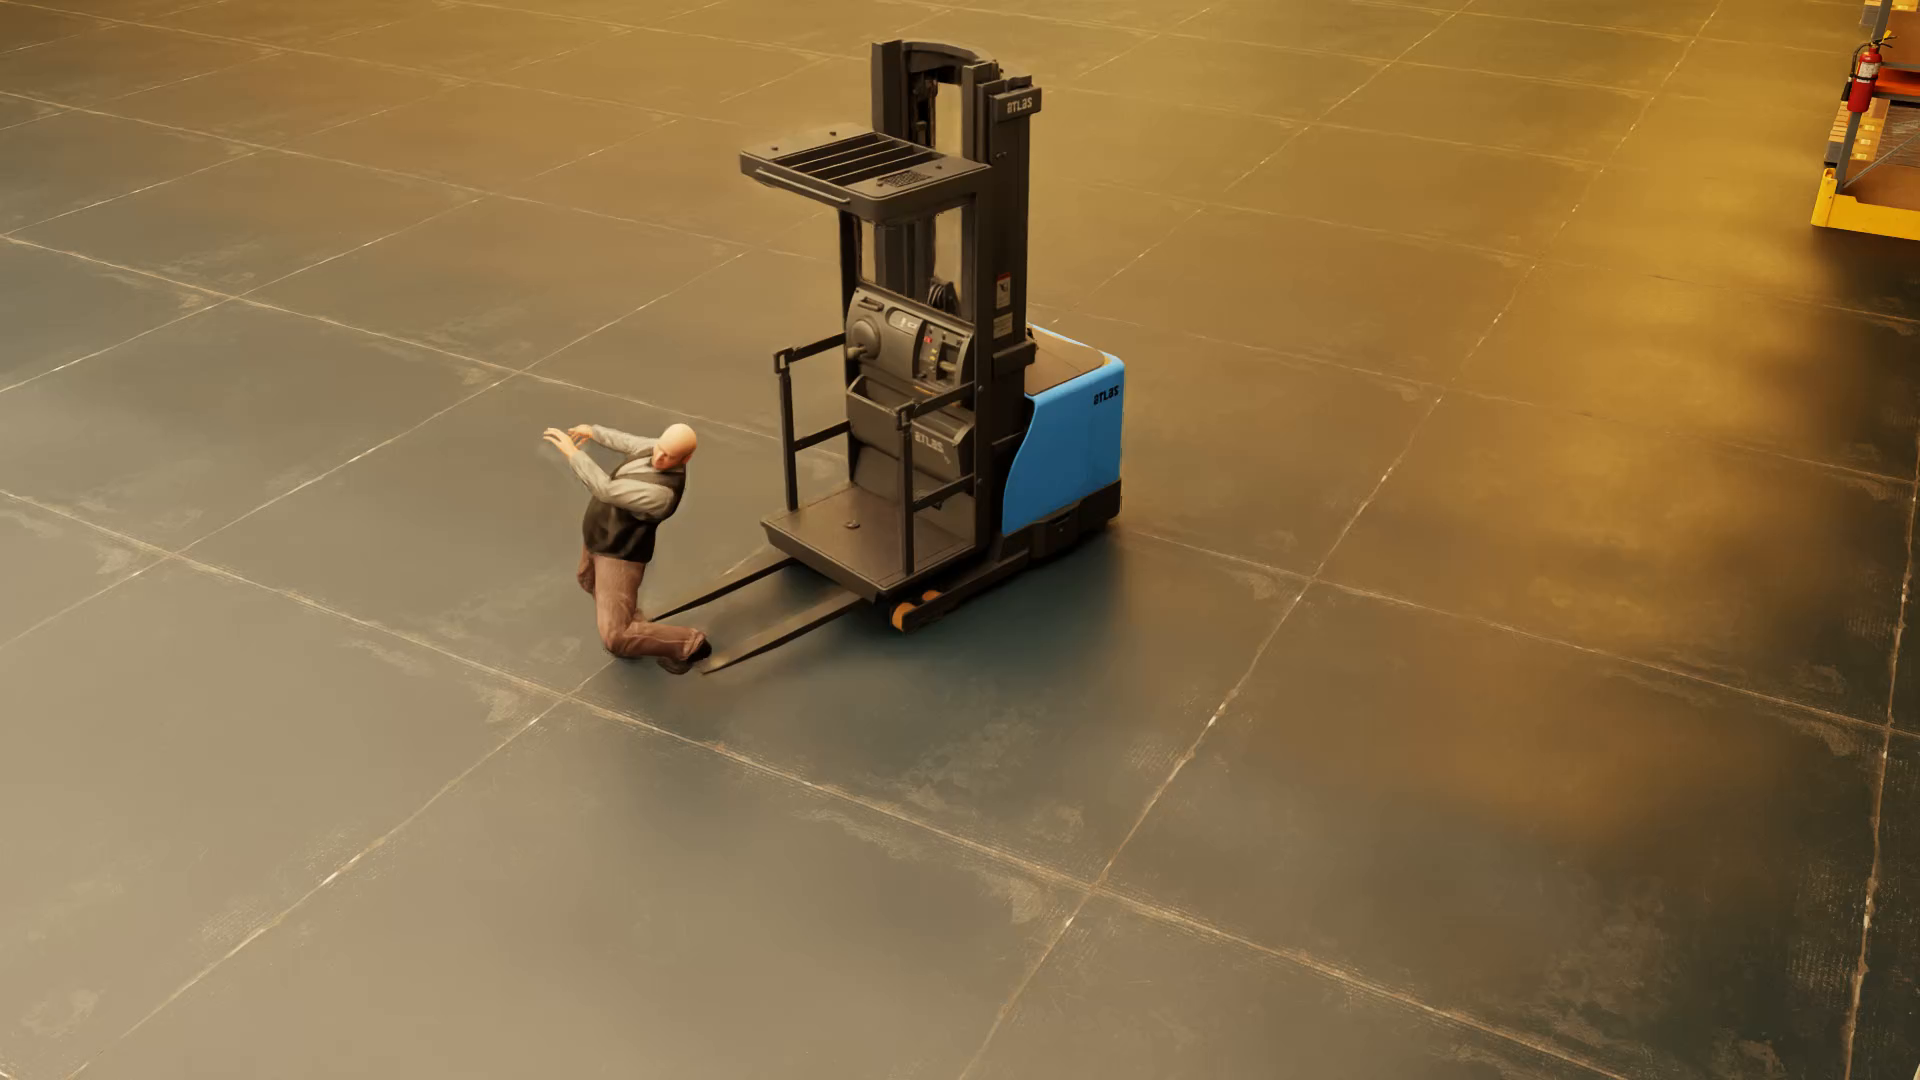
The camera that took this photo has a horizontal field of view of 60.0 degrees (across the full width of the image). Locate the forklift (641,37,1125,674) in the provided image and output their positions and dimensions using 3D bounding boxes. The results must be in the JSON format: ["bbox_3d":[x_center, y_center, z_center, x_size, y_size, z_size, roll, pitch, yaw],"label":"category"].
[{"bbox_3d":[-0.433,-1.050,8.891,3.031,2.935,1.130,-26,39,-37],"label":"forklift"}]

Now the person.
[{"bbox_3d":[-1.715,-0.009,8.517,0.710,1.469,1.039,-11,32,-18],"label":"person"}]
